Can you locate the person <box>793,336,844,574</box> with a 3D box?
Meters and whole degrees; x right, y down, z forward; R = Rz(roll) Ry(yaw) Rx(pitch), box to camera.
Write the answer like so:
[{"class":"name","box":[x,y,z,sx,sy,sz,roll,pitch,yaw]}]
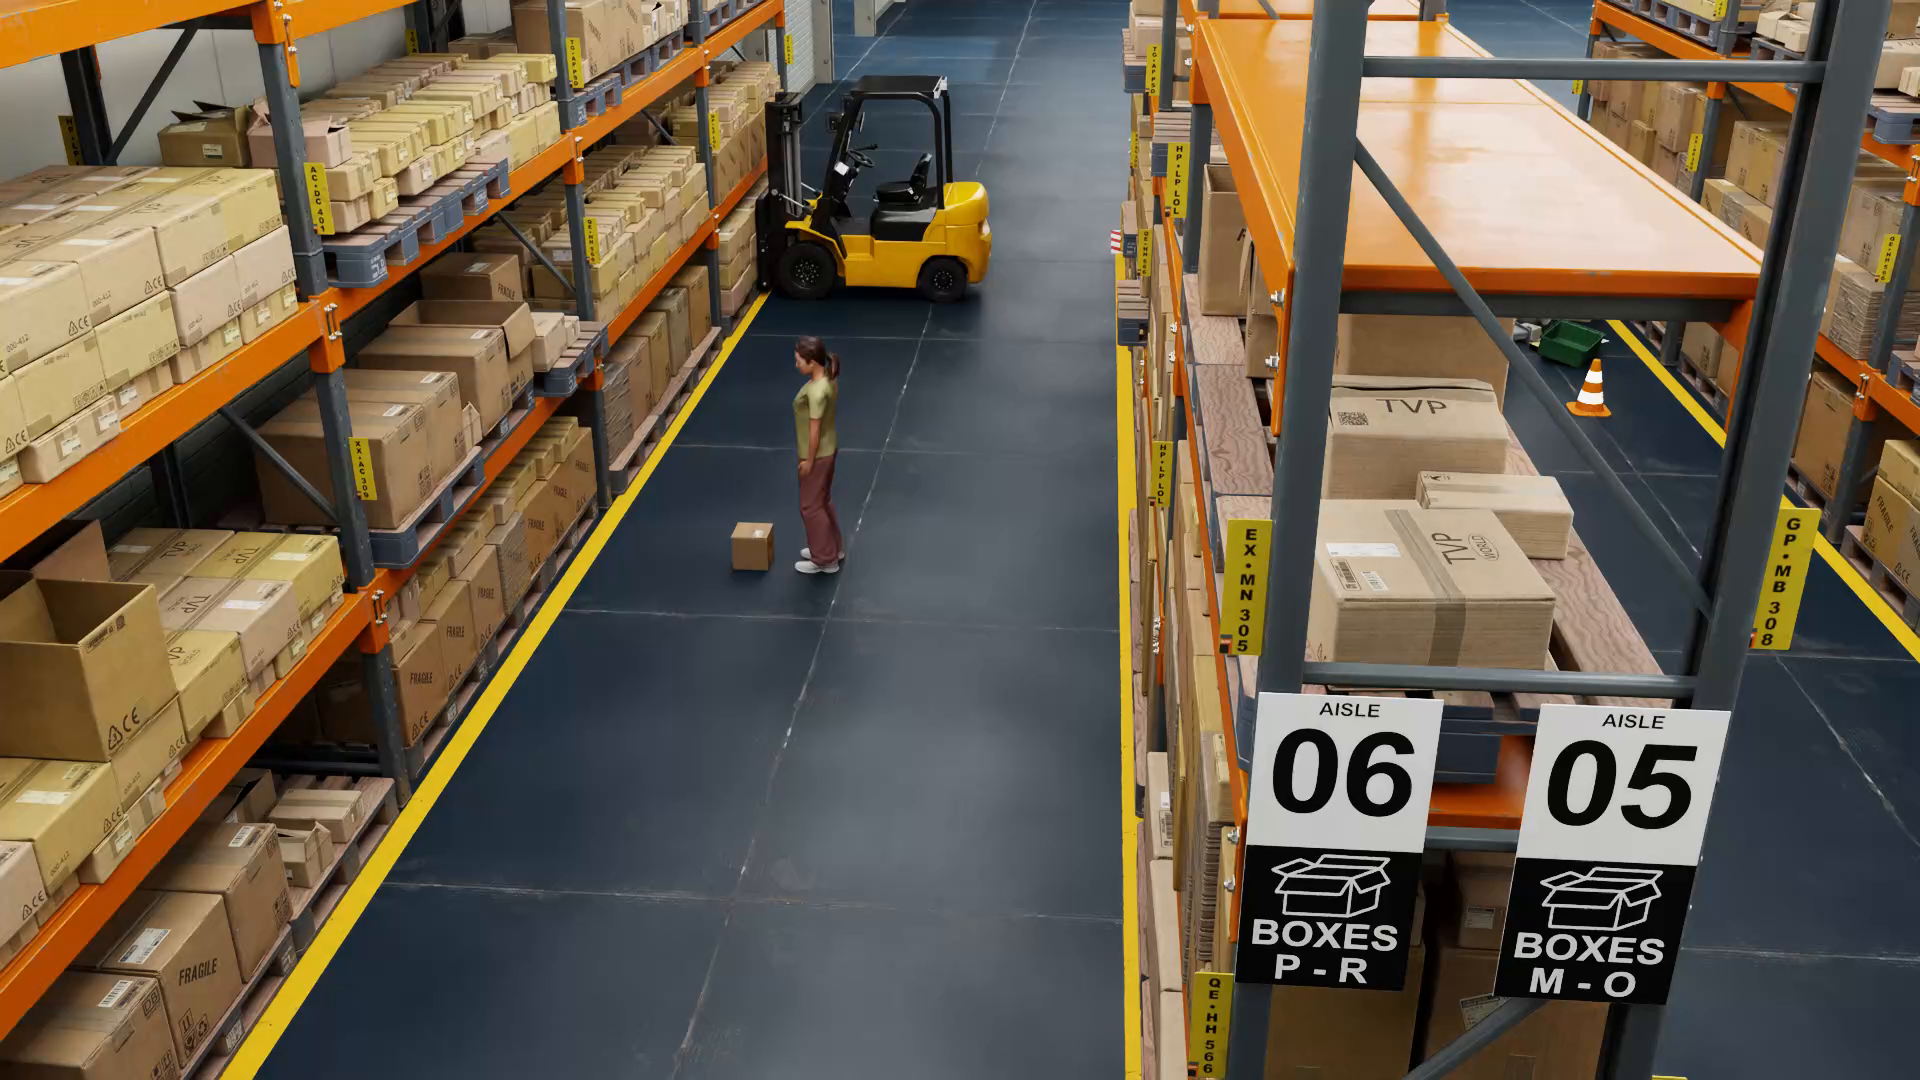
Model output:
[{"class":"person","box":[-0.958,-0.574,11.262,0.363,1.672,0.445,2,25,5]}]
